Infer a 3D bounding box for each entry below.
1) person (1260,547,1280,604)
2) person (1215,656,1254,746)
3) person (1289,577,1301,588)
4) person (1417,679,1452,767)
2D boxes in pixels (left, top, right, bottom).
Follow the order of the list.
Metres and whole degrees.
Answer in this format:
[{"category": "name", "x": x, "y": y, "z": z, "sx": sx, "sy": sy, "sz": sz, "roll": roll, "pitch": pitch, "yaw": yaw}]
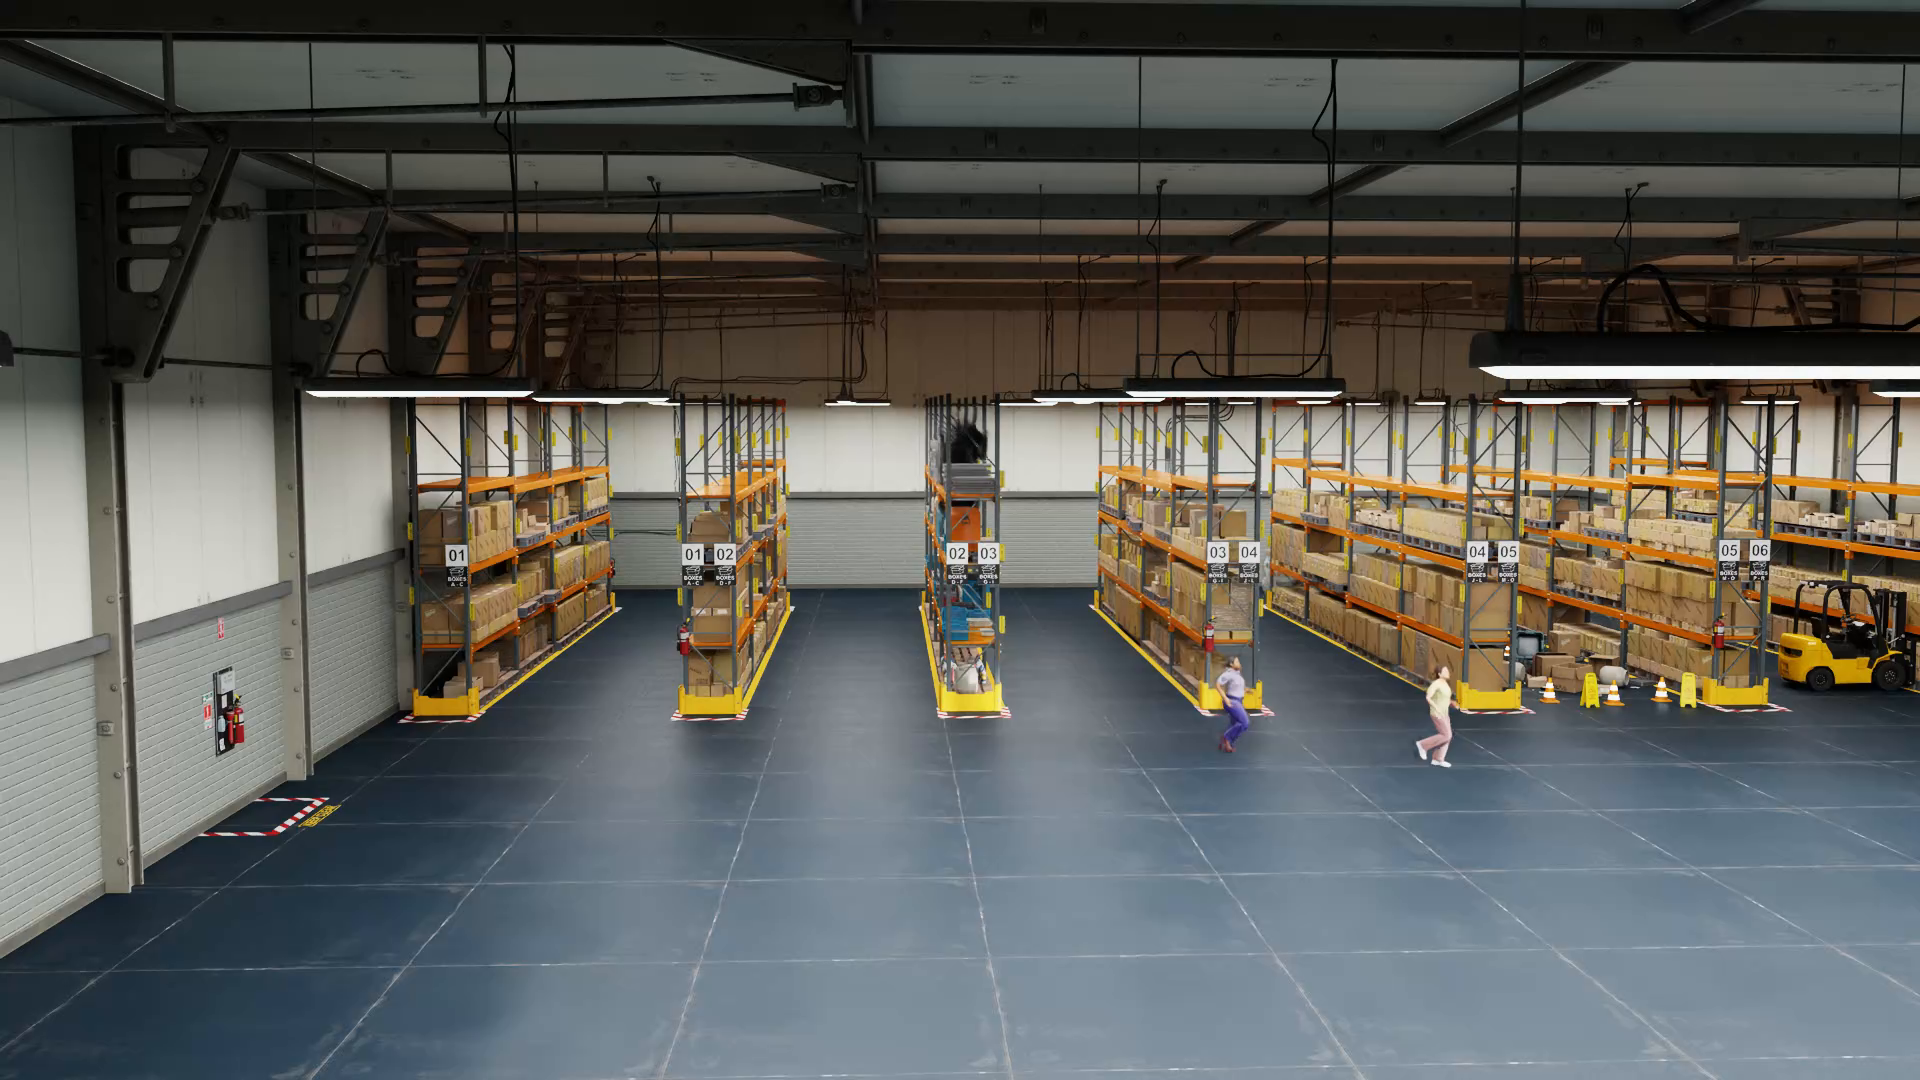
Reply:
[{"category": "person", "x": 9.187, "y": 1.054, "z": 48.927, "sx": 0.793, "sy": 1.681, "sz": 0.617, "roll": 0, "pitch": 5, "yaw": -3}, {"category": "person", "x": 4.589, "y": 2.693, "z": 27.625, "sx": 0.582, "sy": 1.538, "sz": 0.592, "roll": 2, "pitch": 5, "yaw": 25}, {"category": "person", "x": 9.958, "y": 1.013, "z": 49.186, "sx": 0.668, "sy": 1.633, "sz": 0.722, "roll": 4, "pitch": 6, "yaw": 44}, {"category": "person", "x": 7.679, "y": 2.914, "z": 26.730, "sx": 0.472, "sy": 1.377, "sz": 0.537, "roll": 3, "pitch": 6, "yaw": 35}]
